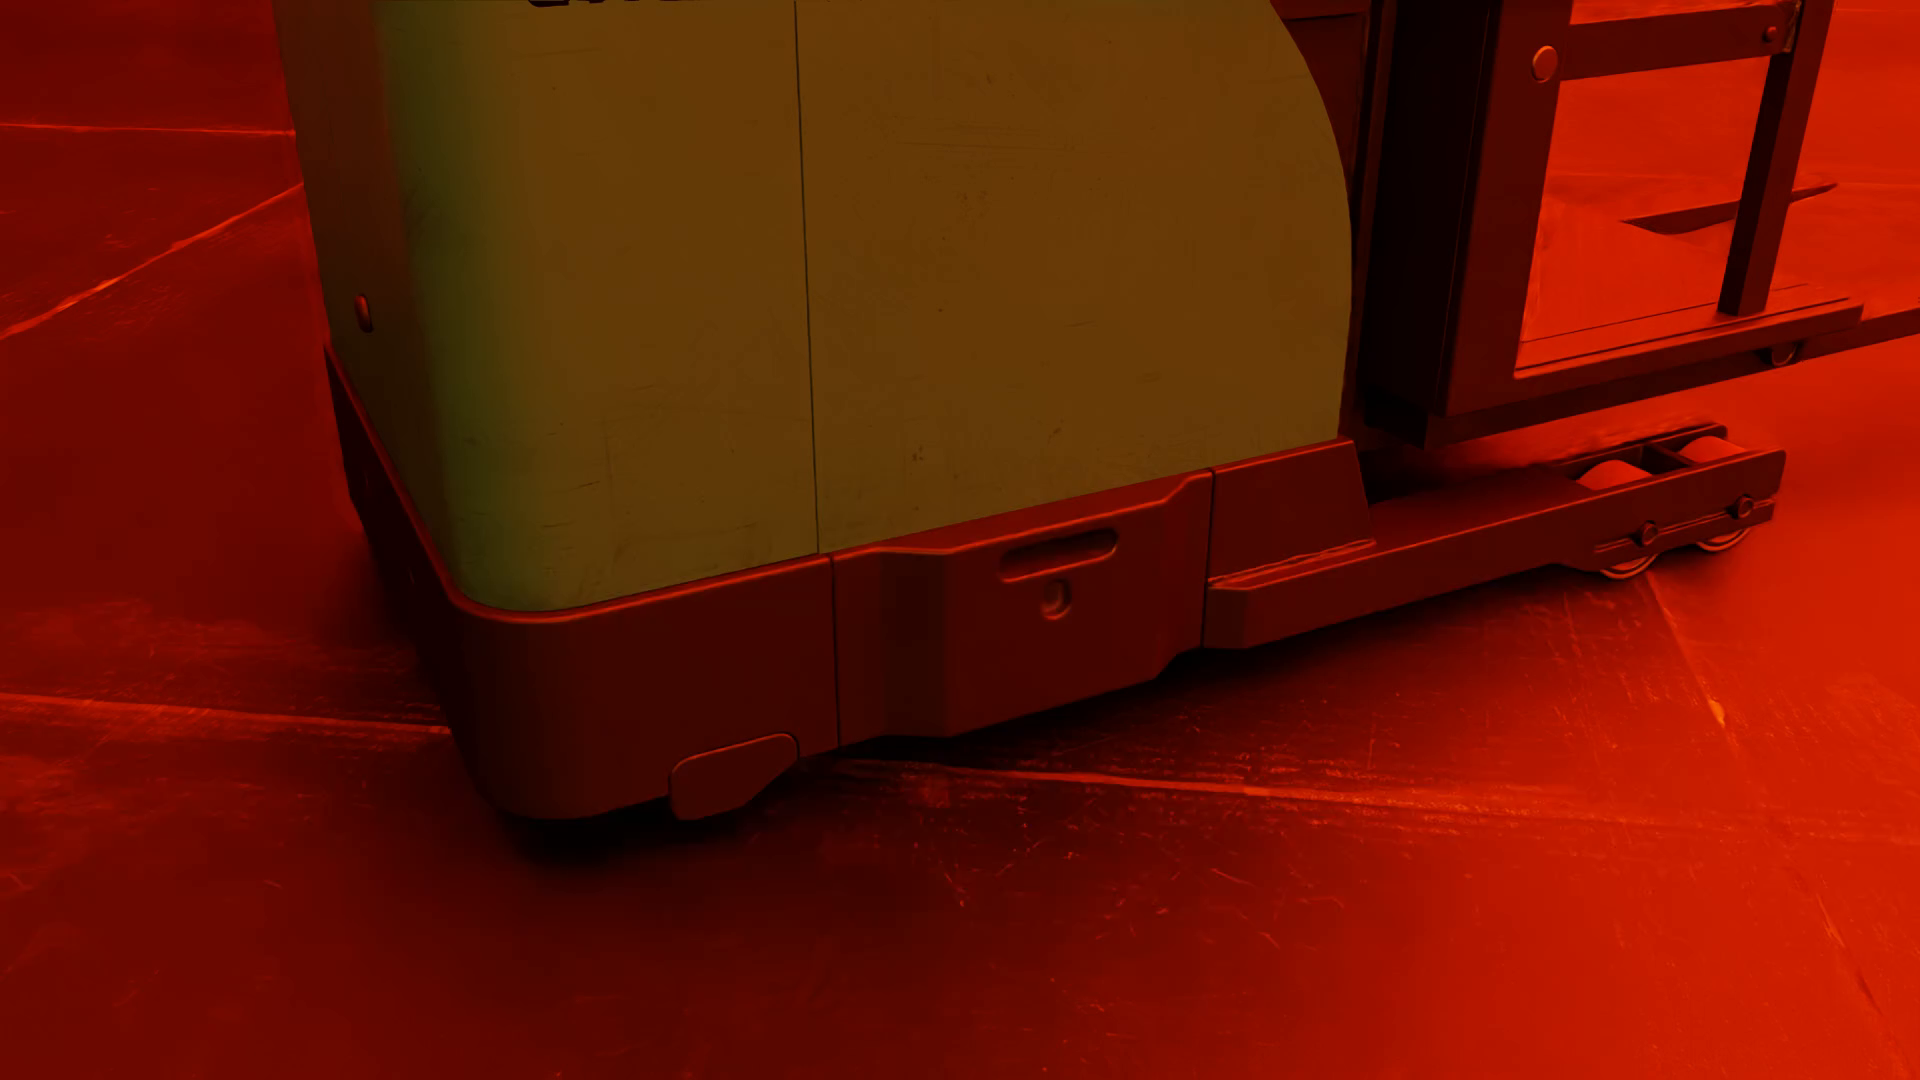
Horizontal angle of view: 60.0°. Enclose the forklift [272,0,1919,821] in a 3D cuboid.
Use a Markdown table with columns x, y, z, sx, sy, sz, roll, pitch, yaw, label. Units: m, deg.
| x | y | z | sx | sy | sz | roll | pitch | yaw | label |
| --- | --- | --- | --- | --- | --- | --- | --- | --- | --- |
| 0.636 | -1.452 | 2.127 | 3.031 | 2.935 | 1.130 | -13 | 29 | -24 | forklift |
